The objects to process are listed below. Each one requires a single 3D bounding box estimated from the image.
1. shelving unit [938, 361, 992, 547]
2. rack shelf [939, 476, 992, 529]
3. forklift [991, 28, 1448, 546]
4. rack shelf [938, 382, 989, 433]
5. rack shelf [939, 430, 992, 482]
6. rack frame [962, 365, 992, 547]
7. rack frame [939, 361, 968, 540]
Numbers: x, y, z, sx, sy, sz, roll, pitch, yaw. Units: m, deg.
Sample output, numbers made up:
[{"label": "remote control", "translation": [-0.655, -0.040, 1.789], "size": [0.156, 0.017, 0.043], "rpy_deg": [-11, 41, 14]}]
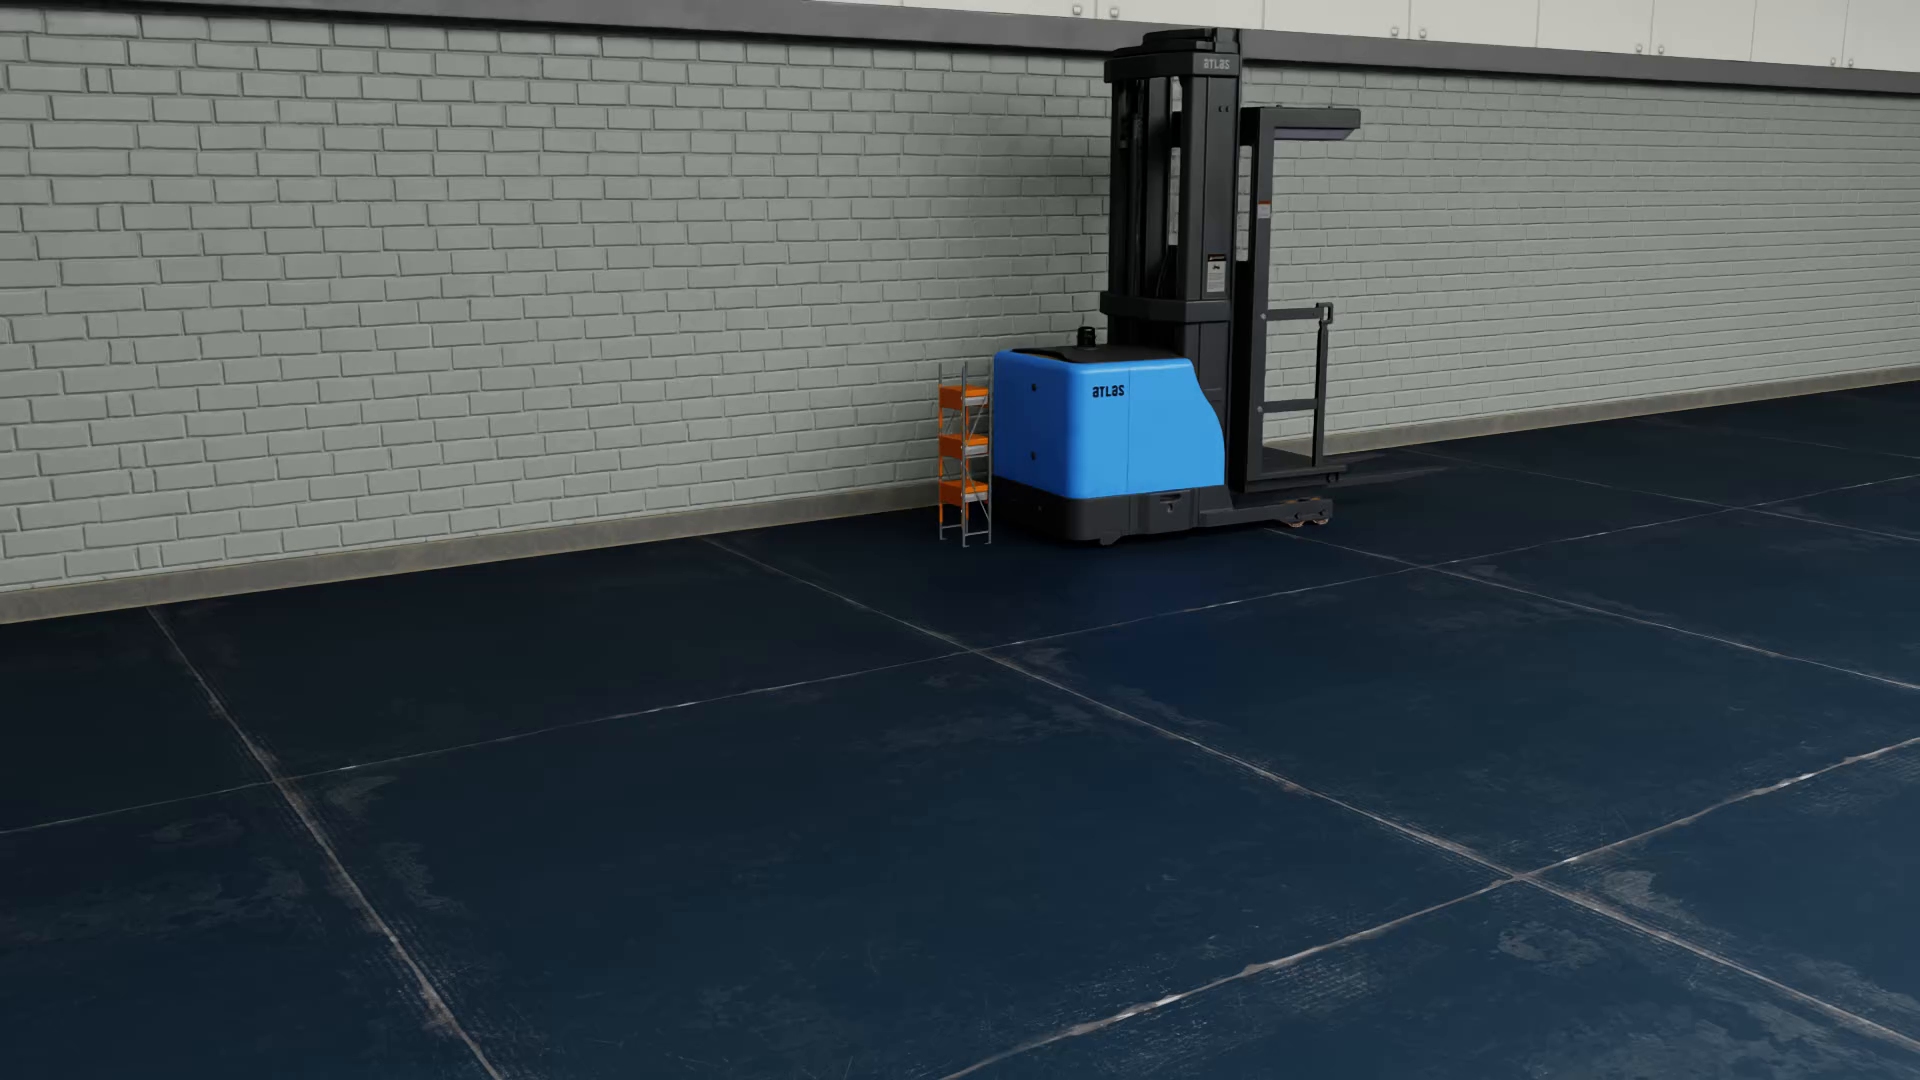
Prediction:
[{"label": "shelving unit", "translation": [0.030, -0.503, 9.706], "size": [0.215, 1.050, 0.252], "rpy_deg": [-8, 15, -33]}, {"label": "rack shelf", "translation": [0.030, -0.222, 9.768], "size": [0.215, 0.259, 0.240], "rpy_deg": [-8, 15, -33]}, {"label": "forklift", "translation": [1.735, -1.600, 10.319], "size": [3.031, 2.935, 1.130], "rpy_deg": [-6, 14, -27]}, {"label": "rack shelf", "translation": [0.030, -0.770, 9.648], "size": [0.215, 0.259, 0.240], "rpy_deg": [-8, 15, -33]}, {"label": "rack shelf", "translation": [0.030, -0.493, 9.708], "size": [0.215, 0.259, 0.240], "rpy_deg": [-8, 15, -33]}, {"label": "rack frame", "translation": [0.097, -0.482, 9.607], "size": [0.200, 1.050, 0.008], "rpy_deg": [-8, 15, -33]}, {"label": "rack frame", "translation": [-0.038, -0.525, 9.805], "size": [0.200, 1.050, 0.008], "rpy_deg": [-8, 15, -33]}]
